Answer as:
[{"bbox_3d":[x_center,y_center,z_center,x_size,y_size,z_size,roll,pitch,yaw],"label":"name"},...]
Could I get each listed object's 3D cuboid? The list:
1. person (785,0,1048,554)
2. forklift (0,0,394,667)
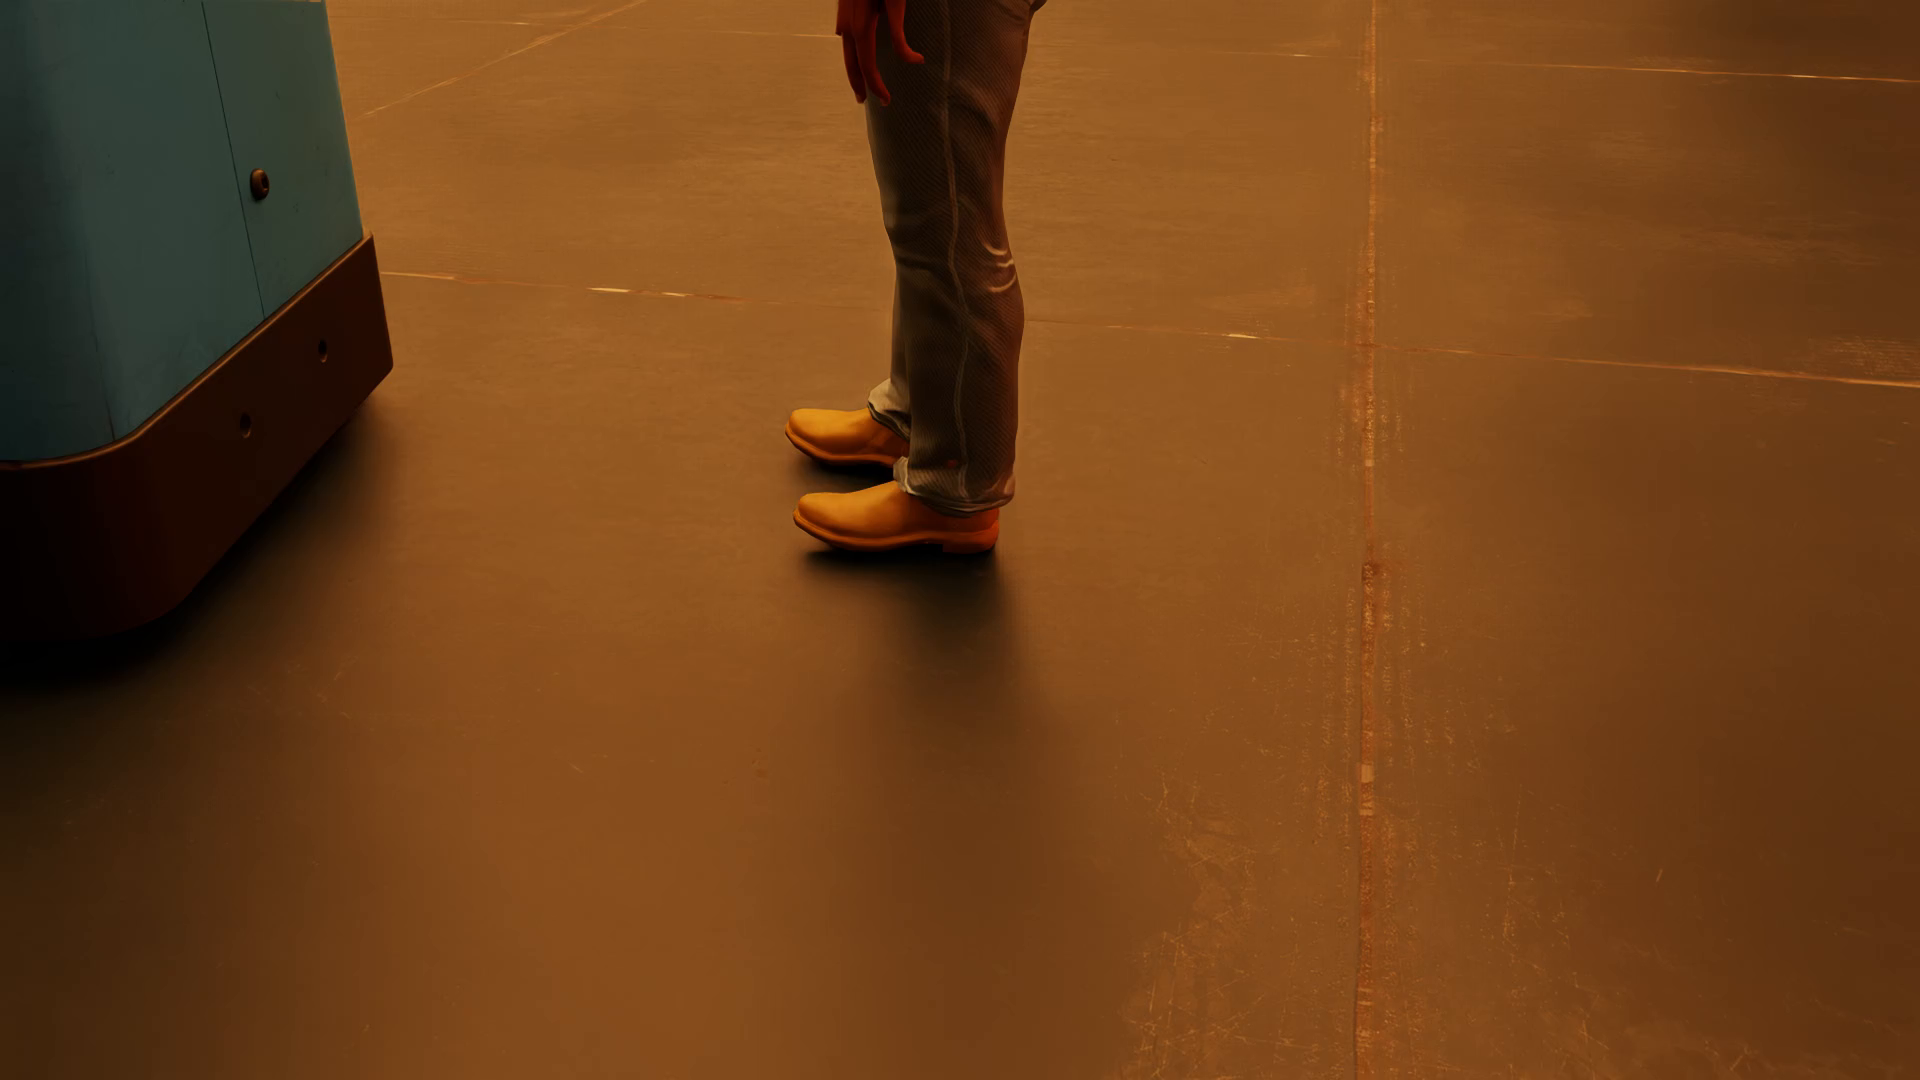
[{"bbox_3d":[-0.066,-0.804,2.117,0.577,1.765,0.666,6,27,11],"label":"person"},{"bbox_3d":[-2.525,-1.366,1.953,3.031,2.935,1.130,1,27,1],"label":"forklift"}]
